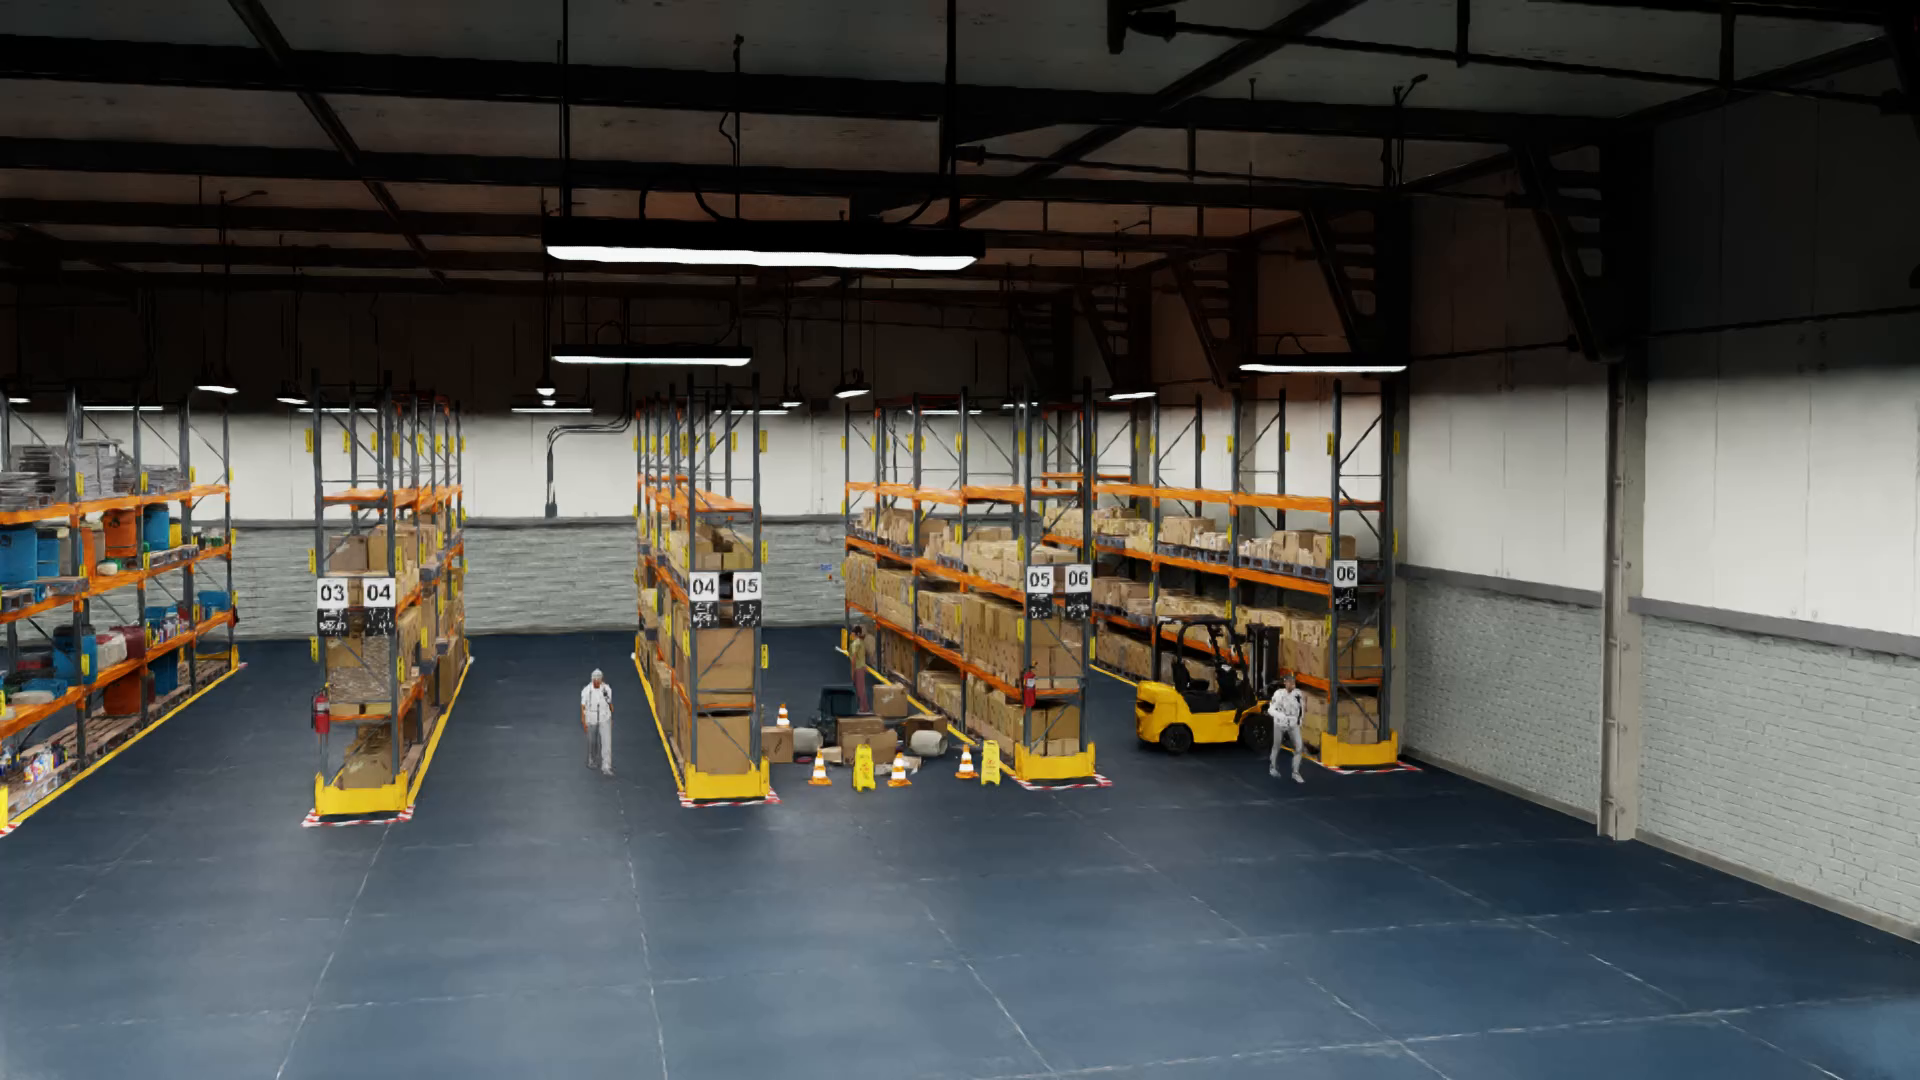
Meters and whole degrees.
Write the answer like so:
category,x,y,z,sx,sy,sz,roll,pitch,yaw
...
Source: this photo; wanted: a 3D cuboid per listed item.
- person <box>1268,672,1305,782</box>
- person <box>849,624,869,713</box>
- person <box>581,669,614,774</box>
category,x,y,z,sx,sy,sz,roll,pitch,yaw
person,4.887,2.760,24.843,0.636,1.616,0.814,0,3,-8
person,-1.918,2.382,30.629,0.569,1.668,0.558,1,3,13
person,-5.515,2.737,25.292,0.497,1.582,1.090,-1,3,-12
